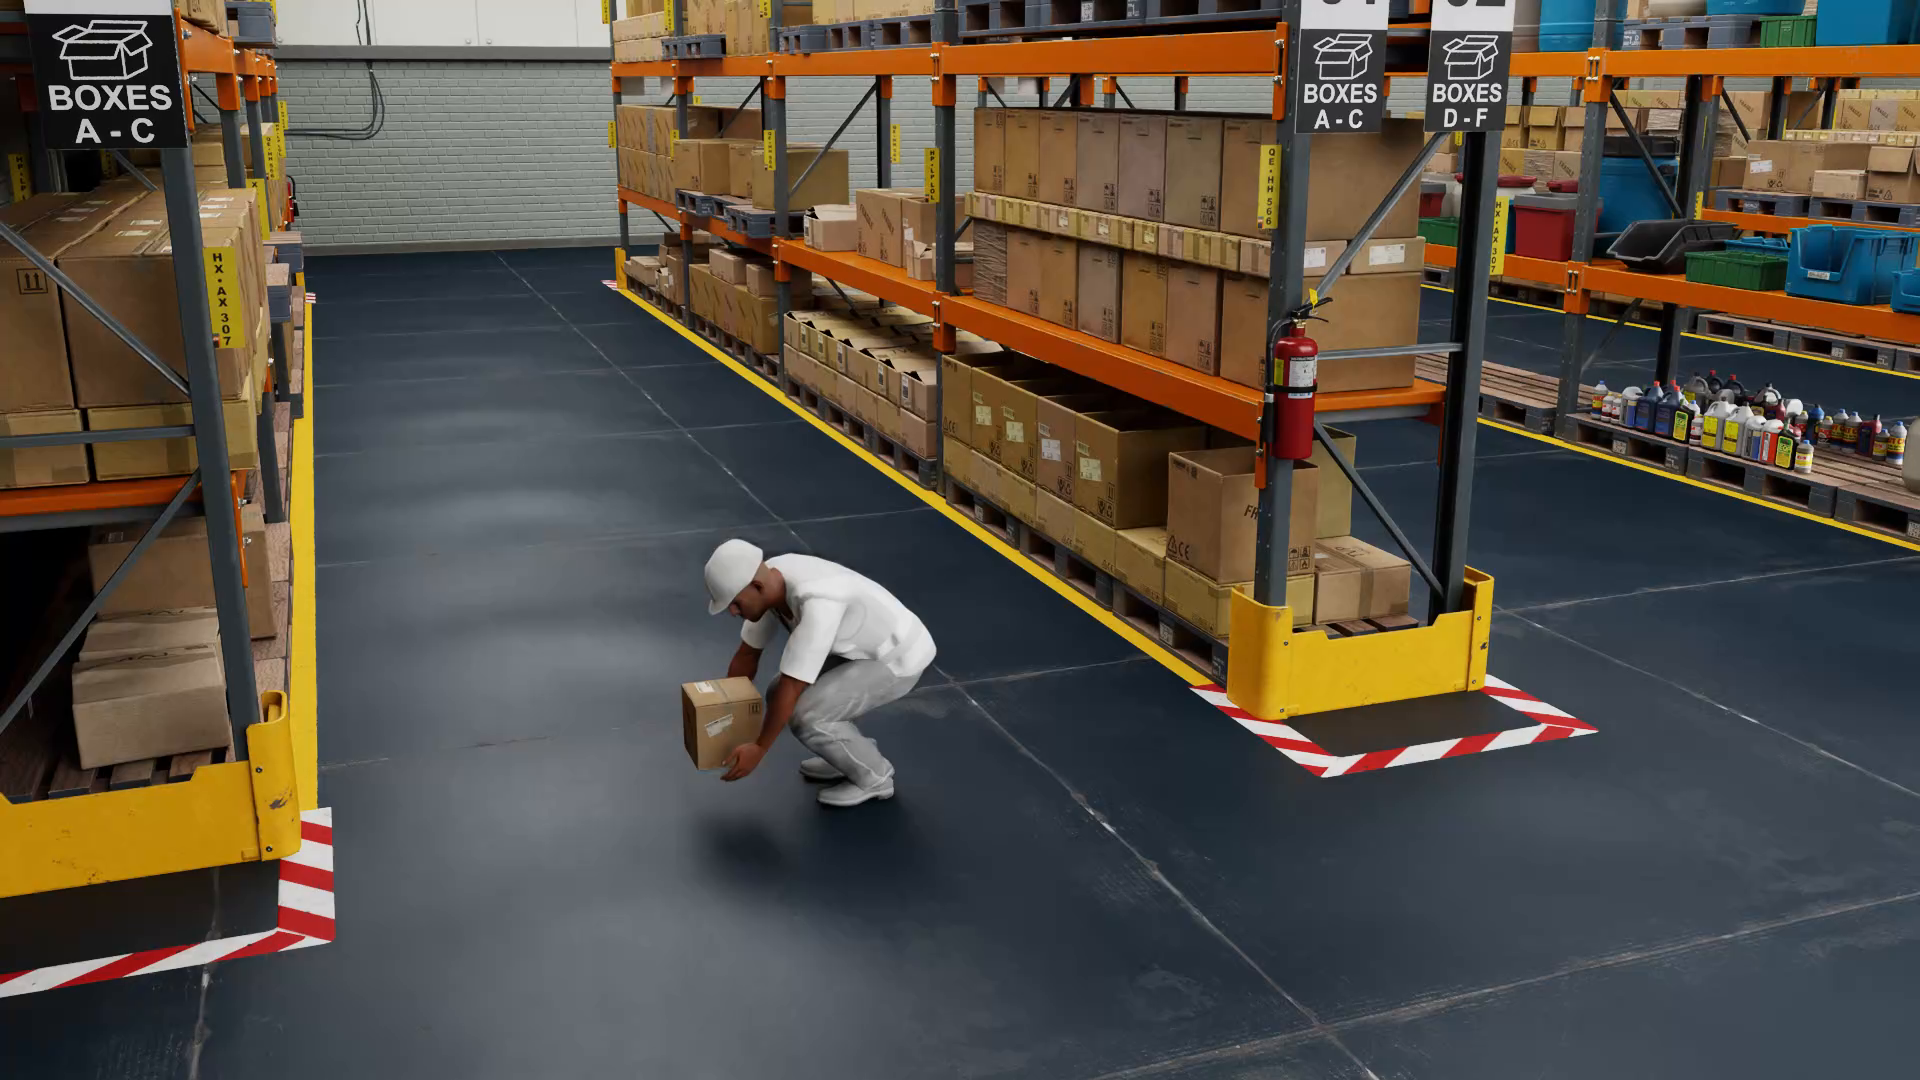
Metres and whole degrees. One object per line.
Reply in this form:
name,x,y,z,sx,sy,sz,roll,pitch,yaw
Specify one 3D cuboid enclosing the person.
person,-0.524,0.467,6.166,0.888,1.040,0.587,-6,17,-20
